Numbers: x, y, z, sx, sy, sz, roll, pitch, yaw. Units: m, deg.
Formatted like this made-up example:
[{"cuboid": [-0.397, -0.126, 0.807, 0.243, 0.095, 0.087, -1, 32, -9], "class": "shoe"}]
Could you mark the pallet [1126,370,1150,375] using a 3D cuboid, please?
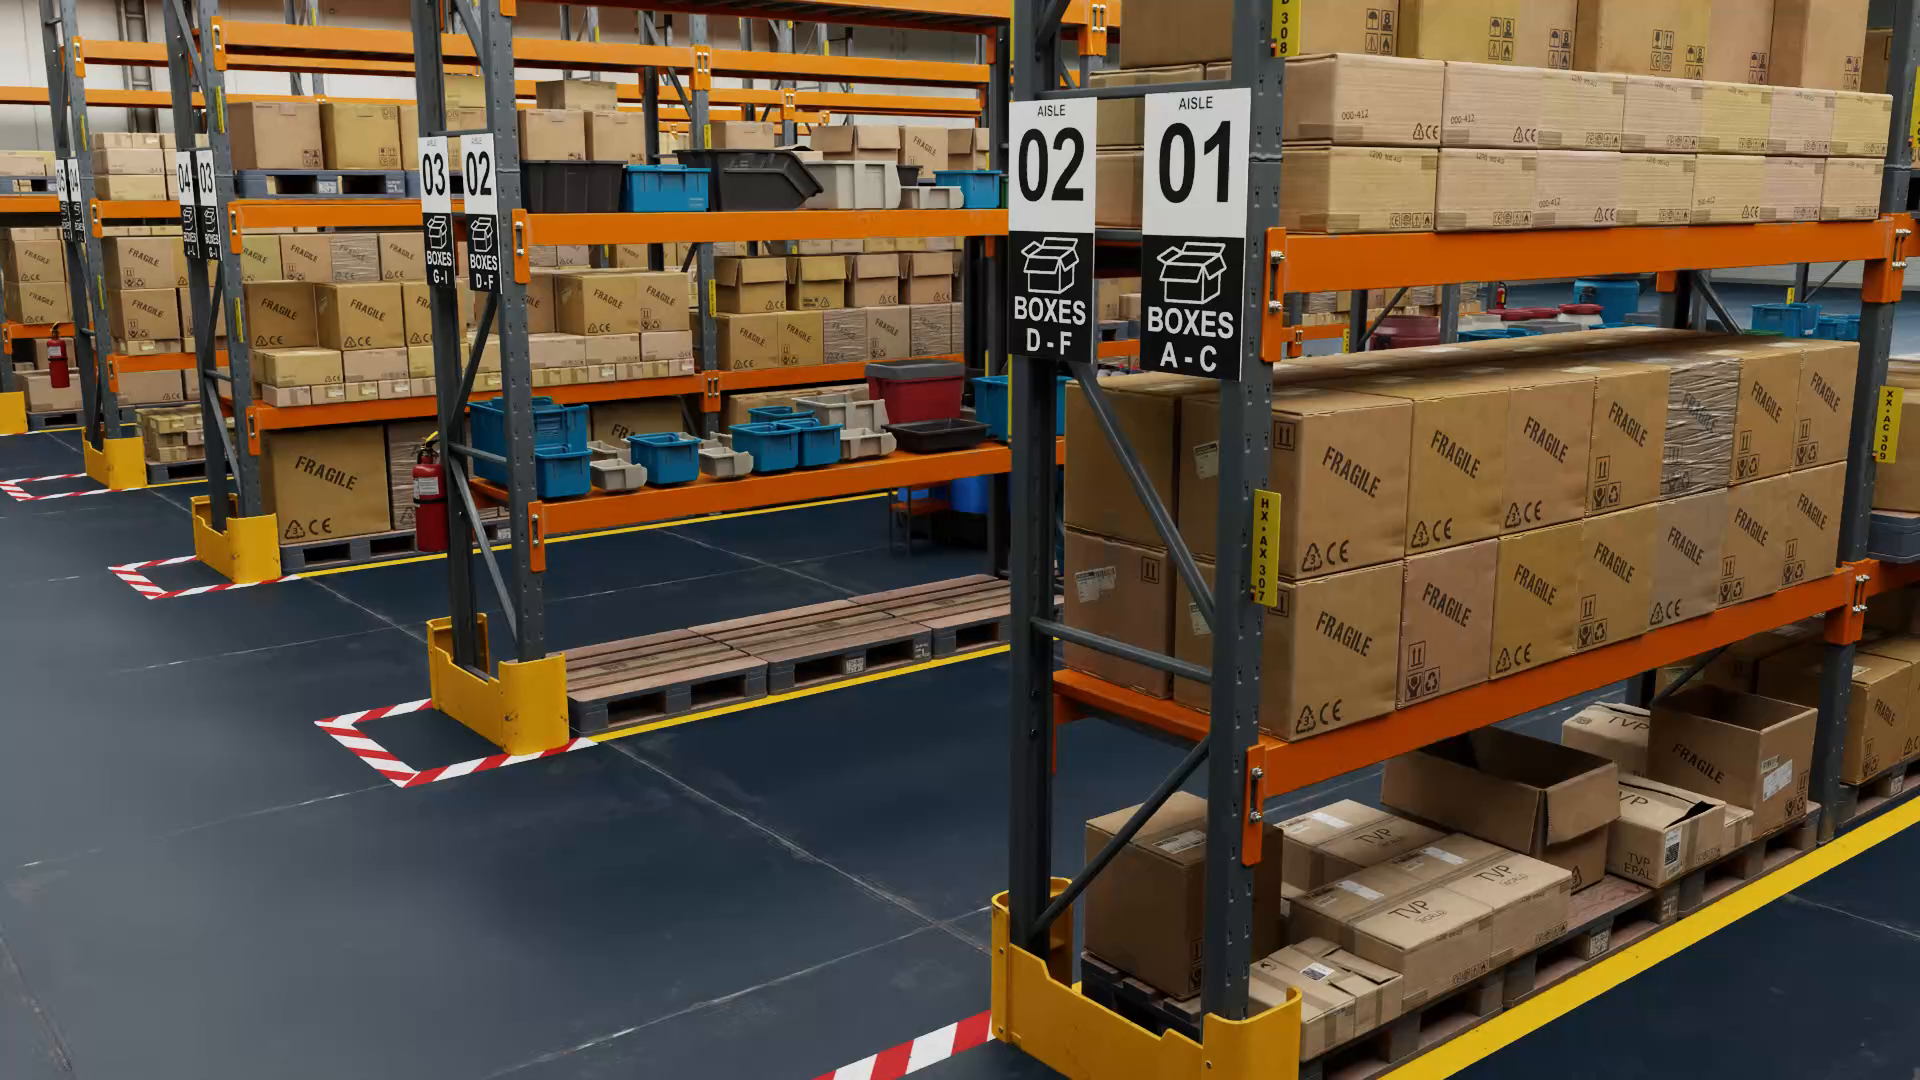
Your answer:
[{"cuboid": [2.285, -2.504, 25.415, 1.213, 0.211, 1.003, -9, 15, -38], "class": "pallet"}]

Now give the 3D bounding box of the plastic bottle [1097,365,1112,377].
[{"cuboid": [1.069, -1.113, 12.266, 0.185, 0.351, 0.144, -9, 15, -38], "class": "plastic bottle"}]

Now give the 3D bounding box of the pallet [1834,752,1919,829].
[{"cuboid": [4.259, 1.092, 8.479, 1.213, 0.211, 1.003, -9, 15, -38], "class": "pallet"}]

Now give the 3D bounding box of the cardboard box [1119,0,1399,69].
[{"cuboid": [0.915, -1.716, 5.119, 0.500, 0.500, 0.700, -9, 15, -38], "class": "cardboard box"}]

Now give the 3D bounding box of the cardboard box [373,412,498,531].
[{"cuboid": [-4.501, -0.629, 13.973, 0.875, 0.875, 0.875, -9, 15, -38], "class": "cardboard box"}]

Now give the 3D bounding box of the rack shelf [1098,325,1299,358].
[{"cuboid": [2.147, -2.194, 18.973, 4.000, 0.370, 1.077, -9, 15, -38], "class": "rack shelf"}]

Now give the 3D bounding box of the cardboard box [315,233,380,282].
[{"cuboid": [-6.565, -3.032, 17.822, 0.500, 0.500, 0.500, -9, 15, -36], "class": "cardboard box"}]

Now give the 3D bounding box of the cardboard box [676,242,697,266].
[{"cuboid": [-4.296, -4.454, 25.913, 0.500, 0.500, 0.500, -9, 15, -37], "class": "cardboard box"}]

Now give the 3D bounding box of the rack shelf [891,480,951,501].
[{"cuboid": [-0.331, -0.441, 13.639, 0.258, 0.148, 0.480, 11, 16, 41], "class": "rack shelf"}]

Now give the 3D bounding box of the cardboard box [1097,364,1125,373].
[{"cuboid": [1.498, -1.808, 18.577, 0.500, 0.250, 0.500, -7, 14, -31], "class": "cardboard box"}]

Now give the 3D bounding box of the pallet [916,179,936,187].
[{"cuboid": [-0.756, -3.424, 16.265, 1.213, 0.211, 1.003, -9, 15, -35], "class": "pallet"}]

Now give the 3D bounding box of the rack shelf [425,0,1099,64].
[{"cuboid": [-1.006, -3.092, 9.720, 4.000, 0.370, 1.077, -9, 15, -38], "class": "rack shelf"}]

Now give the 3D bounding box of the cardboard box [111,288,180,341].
[{"cuboid": [-8.158, -2.274, 16.660, 0.500, 0.500, 0.500, -9, 15, -35], "class": "cardboard box"}]

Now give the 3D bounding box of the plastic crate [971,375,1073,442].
[{"cuboid": [0.405, -0.870, 10.899, 0.575, 0.384, 0.392, -9, 15, -38], "class": "plastic crate"}]

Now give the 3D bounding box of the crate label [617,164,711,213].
[{"cuboid": [-1.645, -1.907, 9.025, 0.502, 0.251, 0.408, -9, 15, -38], "class": "crate label"}]

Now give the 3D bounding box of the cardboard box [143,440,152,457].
[{"cuboid": [-8.400, -0.979, 17.372, 0.250, 0.149, 0.380, -9, 15, -37], "class": "cardboard box"}]

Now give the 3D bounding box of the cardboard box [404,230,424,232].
[{"cuboid": [-6.062, -3.250, 18.848, 0.500, 0.500, 0.500, -9, 15, -36], "class": "cardboard box"}]

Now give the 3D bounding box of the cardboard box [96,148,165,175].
[{"cuboid": [-8.168, -3.721, 16.366, 0.500, 0.250, 0.500, -9, 15, -37], "class": "cardboard box"}]

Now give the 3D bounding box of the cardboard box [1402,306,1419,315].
[{"cuboid": [5.633, -2.920, 21.263, 0.250, 0.149, 0.380, -9, 15, -38], "class": "cardboard box"}]

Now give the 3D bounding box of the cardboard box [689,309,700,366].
[{"cuboid": [-2.343, -1.922, 15.716, 0.500, 0.500, 0.500, -9, 15, -37], "class": "cardboard box"}]

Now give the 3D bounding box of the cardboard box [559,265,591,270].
[{"cuboid": [-5.825, -3.961, 24.720, 0.500, 0.250, 0.500, -10, 15, -38], "class": "cardboard box"}]

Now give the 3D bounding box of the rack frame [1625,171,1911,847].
[{"cuboid": [3.648, -0.161, 7.663, 0.127, 3.000, 1.000, -9, 15, -38], "class": "rack frame"}]

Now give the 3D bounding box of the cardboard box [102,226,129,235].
[{"cuboid": [-10.601, -3.853, 20.842, 0.250, 0.149, 0.380, -9, 15, -37], "class": "cardboard box"}]

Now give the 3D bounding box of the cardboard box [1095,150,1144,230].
[{"cuboid": [0.761, -1.145, 5.438, 0.500, 0.250, 0.500, -9, 15, -38], "class": "cardboard box"}]

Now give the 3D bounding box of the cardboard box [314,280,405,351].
[{"cuboid": [-4.728, -1.771, 13.087, 0.500, 0.500, 0.500, -10, 16, -39], "class": "cardboard box"}]

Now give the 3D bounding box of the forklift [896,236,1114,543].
[{"cuboid": [0.808, -1.636, 14.776, 1.130, 2.935, 3.031, 11, 16, 41], "class": "forklift"}]

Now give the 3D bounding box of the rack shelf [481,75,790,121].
[{"cuboid": [-3.996, -5.232, 19.798, 4.000, 0.370, 1.077, -9, 15, -38], "class": "rack shelf"}]

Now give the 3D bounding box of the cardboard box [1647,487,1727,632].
[{"cuboid": [2.616, 0.031, 6.520, 0.500, 0.500, 0.500, -9, 15, -36], "class": "cardboard box"}]

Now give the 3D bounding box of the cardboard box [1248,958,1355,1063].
[{"cuboid": [1.066, 1.539, 5.463, 0.250, 0.149, 0.380, -9, 15, -38], "class": "cardboard box"}]

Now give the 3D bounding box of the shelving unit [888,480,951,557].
[{"cuboid": [-0.331, -0.506, 13.625, 0.258, 1.200, 0.503, 11, 16, 41], "class": "shelving unit"}]

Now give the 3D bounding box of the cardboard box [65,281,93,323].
[{"cuboid": [-10.921, -2.991, 20.751, 0.500, 0.500, 0.500, -10, 15, -38], "class": "cardboard box"}]

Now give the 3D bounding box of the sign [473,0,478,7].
[{"cuboid": [-5.233, -5.925, 17.928, 0.005, 0.325, 0.100, -9, 15, -38], "class": "sign"}]

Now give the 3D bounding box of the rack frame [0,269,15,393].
[{"cuboid": [-11.852, -2.856, 20.357, 0.127, 3.000, 1.000, -9, 15, -38], "class": "rack frame"}]

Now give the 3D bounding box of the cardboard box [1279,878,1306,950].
[{"cuboid": [1.167, 1.381, 6.167, 0.250, 0.166, 0.380, -9, 15, -38], "class": "cardboard box"}]

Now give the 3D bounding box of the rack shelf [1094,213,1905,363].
[{"cuboid": [2.086, -1.016, 6.204, 4.000, 0.370, 1.077, -9, 15, -38], "class": "rack shelf"}]

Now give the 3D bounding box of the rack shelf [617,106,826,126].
[{"cuboid": [-4.044, -6.541, 25.961, 4.000, 0.370, 1.077, -9, 15, -38], "class": "rack shelf"}]

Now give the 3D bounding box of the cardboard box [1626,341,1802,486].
[{"cuboid": [3.016, -0.524, 6.727, 0.500, 0.500, 0.500, -10, 15, -39], "class": "cardboard box"}]

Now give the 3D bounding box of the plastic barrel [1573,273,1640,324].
[{"cuboid": [6.312, -2.247, 16.281, 0.708, 0.901, 0.600, -9, 15, -38], "class": "plastic barrel"}]

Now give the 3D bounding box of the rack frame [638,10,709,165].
[{"cuboid": [-2.538, -4.702, 14.609, 0.127, 3.000, 1.000, -9, 15, -38], "class": "rack frame"}]

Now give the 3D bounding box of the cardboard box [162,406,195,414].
[{"cuboid": [-8.194, -1.301, 17.456, 0.250, 0.149, 0.380, -9, 15, -37], "class": "cardboard box"}]

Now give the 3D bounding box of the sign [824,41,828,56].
[{"cuboid": [-2.131, -7.793, 26.533, 0.005, 0.325, 0.100, -9, 15, -38], "class": "sign"}]

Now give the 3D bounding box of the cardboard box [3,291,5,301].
[{"cuboid": [-14.175, -3.616, 24.542, 0.250, 0.149, 0.380, -10, 15, -38], "class": "cardboard box"}]

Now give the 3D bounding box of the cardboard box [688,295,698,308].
[{"cuboid": [-3.334, -2.916, 20.234, 0.250, 0.149, 0.380, -10, 16, -40], "class": "cardboard box"}]

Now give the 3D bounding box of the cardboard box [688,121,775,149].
[{"cuboid": [-2.091, -3.566, 15.229, 0.500, 0.500, 0.700, -9, 15, -36], "class": "cardboard box"}]

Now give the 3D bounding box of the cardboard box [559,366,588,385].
[{"cuboid": [-3.375, -1.419, 14.192, 0.250, 0.149, 0.380, -9, 15, -37], "class": "cardboard box"}]

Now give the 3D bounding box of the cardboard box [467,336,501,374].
[{"cuboid": [-3.917, -1.541, 13.809, 0.500, 0.250, 0.500, -10, 15, -39], "class": "cardboard box"}]

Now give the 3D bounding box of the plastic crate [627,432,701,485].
[{"cuboid": [-1.655, -0.457, 9.317, 0.300, 0.233, 0.416, -9, 15, -38], "class": "plastic crate"}]

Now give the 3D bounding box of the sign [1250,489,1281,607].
[{"cuboid": [0.863, 0.023, 4.714, 0.005, 0.325, 0.100, -9, 15, -38], "class": "sign"}]

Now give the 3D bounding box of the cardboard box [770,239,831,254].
[{"cuboid": [-2.077, -3.699, 21.679, 0.500, 0.500, 0.700, -10, 15, -38], "class": "cardboard box"}]

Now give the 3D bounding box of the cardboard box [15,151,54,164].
[{"cuboid": [-13.660, -5.592, 24.461, 0.500, 0.250, 0.500, -10, 15, -39], "class": "cardboard box"}]

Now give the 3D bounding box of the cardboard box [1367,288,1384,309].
[{"cuboid": [4.839, -3.189, 20.968, 0.500, 0.500, 0.875, -9, 15, -38], "class": "cardboard box"}]

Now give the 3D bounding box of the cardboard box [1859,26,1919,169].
[{"cuboid": [4.087, -1.984, 7.539, 0.600, 0.600, 0.600, -11, 16, -43], "class": "cardboard box"}]

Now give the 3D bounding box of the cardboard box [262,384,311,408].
[{"cuboid": [-5.178, -1.118, 12.779, 0.250, 0.149, 0.380, -9, 15, -37], "class": "cardboard box"}]

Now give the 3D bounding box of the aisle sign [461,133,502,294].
[{"cuboid": [-2.438, -1.659, 8.464, 0.004, 0.787, 0.394, -9, 15, -38], "class": "aisle sign"}]

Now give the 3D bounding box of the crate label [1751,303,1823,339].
[{"cuboid": [8.658, -2.256, 17.447, 0.616, 0.435, 0.502, -9, 15, -38], "class": "crate label"}]

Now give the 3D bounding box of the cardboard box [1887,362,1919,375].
[{"cuboid": [4.989, -0.654, 8.736, 0.700, 0.500, 0.500, 9, 15, 36], "class": "cardboard box"}]

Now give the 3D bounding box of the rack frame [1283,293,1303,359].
[{"cuboid": [3.709, -2.806, 20.121, 0.127, 3.000, 1.000, -9, 15, -38], "class": "rack frame"}]
